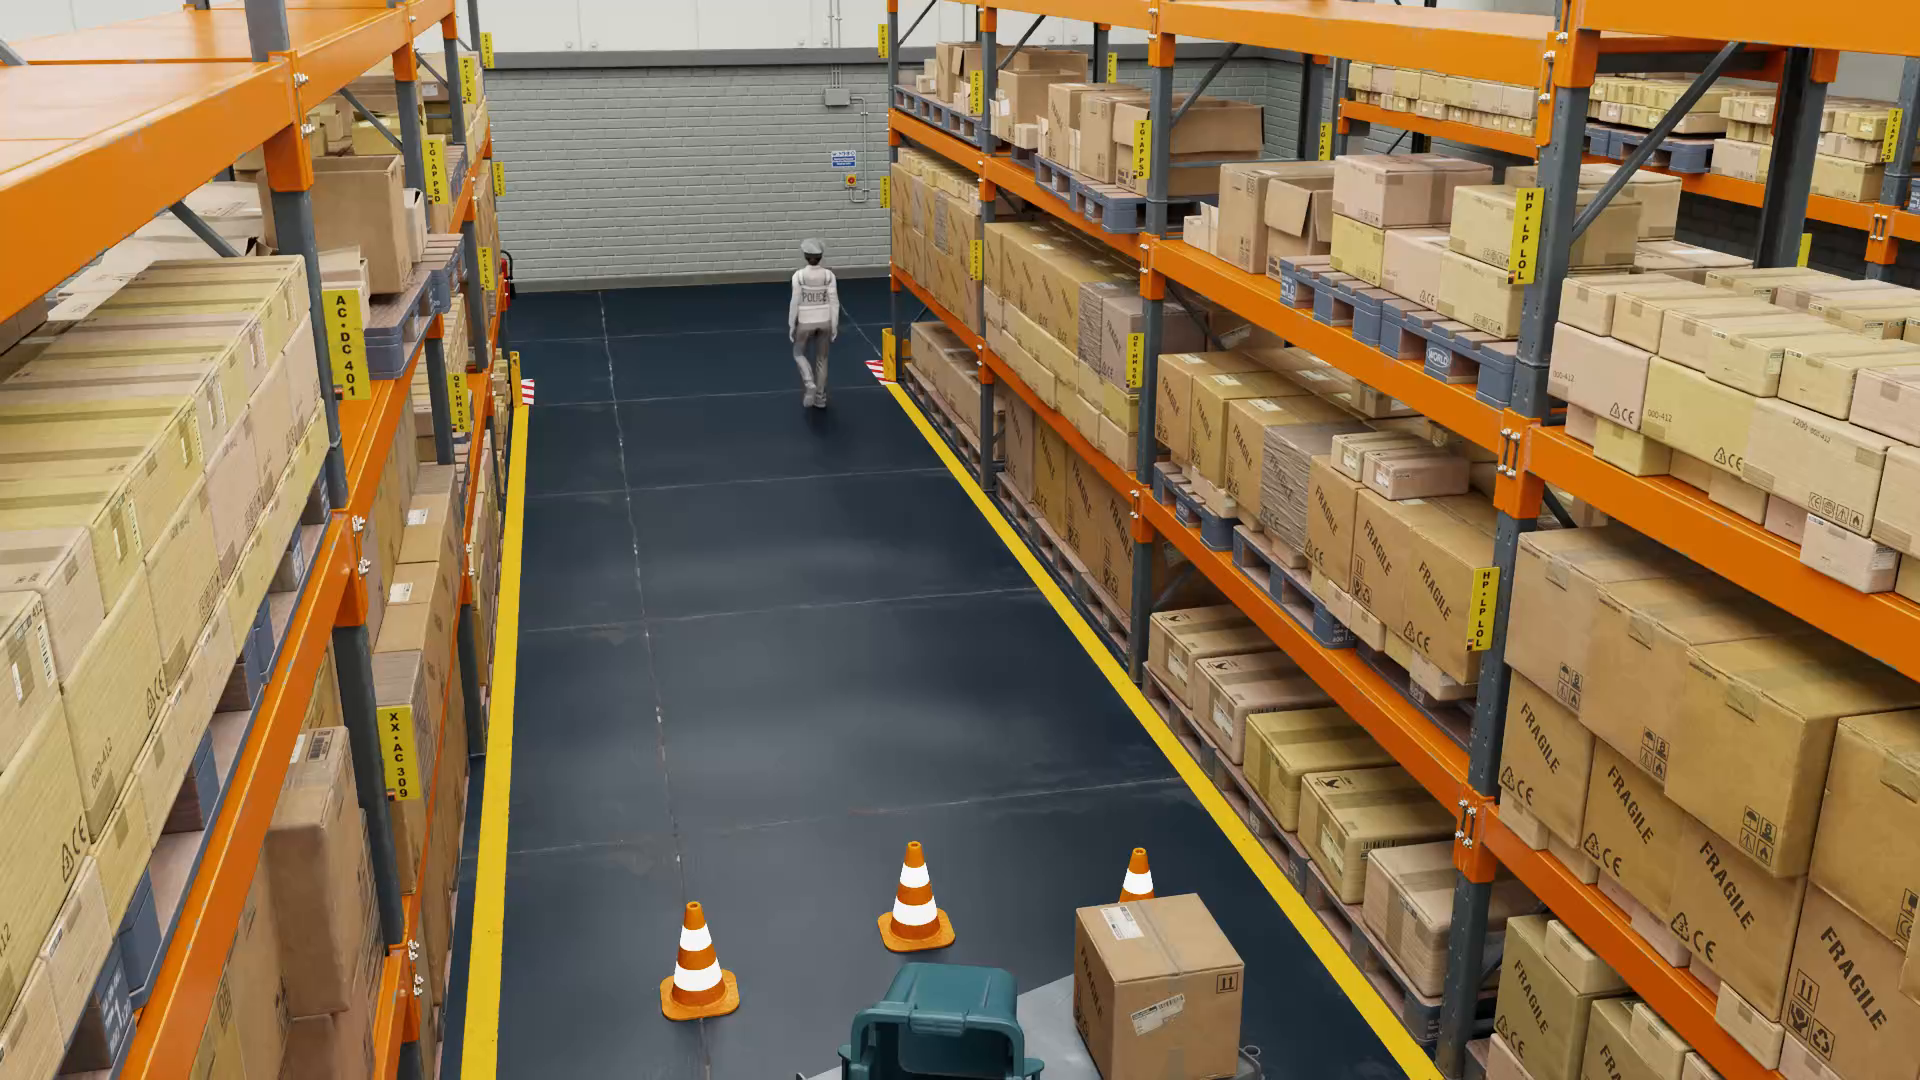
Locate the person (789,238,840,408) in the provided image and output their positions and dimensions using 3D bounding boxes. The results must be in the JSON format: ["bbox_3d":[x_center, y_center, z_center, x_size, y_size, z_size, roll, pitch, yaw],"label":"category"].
[{"bbox_3d":[-1.435,-2.120,16.351,0.506,1.685,0.465,-5,20,-14],"label":"person"}]
